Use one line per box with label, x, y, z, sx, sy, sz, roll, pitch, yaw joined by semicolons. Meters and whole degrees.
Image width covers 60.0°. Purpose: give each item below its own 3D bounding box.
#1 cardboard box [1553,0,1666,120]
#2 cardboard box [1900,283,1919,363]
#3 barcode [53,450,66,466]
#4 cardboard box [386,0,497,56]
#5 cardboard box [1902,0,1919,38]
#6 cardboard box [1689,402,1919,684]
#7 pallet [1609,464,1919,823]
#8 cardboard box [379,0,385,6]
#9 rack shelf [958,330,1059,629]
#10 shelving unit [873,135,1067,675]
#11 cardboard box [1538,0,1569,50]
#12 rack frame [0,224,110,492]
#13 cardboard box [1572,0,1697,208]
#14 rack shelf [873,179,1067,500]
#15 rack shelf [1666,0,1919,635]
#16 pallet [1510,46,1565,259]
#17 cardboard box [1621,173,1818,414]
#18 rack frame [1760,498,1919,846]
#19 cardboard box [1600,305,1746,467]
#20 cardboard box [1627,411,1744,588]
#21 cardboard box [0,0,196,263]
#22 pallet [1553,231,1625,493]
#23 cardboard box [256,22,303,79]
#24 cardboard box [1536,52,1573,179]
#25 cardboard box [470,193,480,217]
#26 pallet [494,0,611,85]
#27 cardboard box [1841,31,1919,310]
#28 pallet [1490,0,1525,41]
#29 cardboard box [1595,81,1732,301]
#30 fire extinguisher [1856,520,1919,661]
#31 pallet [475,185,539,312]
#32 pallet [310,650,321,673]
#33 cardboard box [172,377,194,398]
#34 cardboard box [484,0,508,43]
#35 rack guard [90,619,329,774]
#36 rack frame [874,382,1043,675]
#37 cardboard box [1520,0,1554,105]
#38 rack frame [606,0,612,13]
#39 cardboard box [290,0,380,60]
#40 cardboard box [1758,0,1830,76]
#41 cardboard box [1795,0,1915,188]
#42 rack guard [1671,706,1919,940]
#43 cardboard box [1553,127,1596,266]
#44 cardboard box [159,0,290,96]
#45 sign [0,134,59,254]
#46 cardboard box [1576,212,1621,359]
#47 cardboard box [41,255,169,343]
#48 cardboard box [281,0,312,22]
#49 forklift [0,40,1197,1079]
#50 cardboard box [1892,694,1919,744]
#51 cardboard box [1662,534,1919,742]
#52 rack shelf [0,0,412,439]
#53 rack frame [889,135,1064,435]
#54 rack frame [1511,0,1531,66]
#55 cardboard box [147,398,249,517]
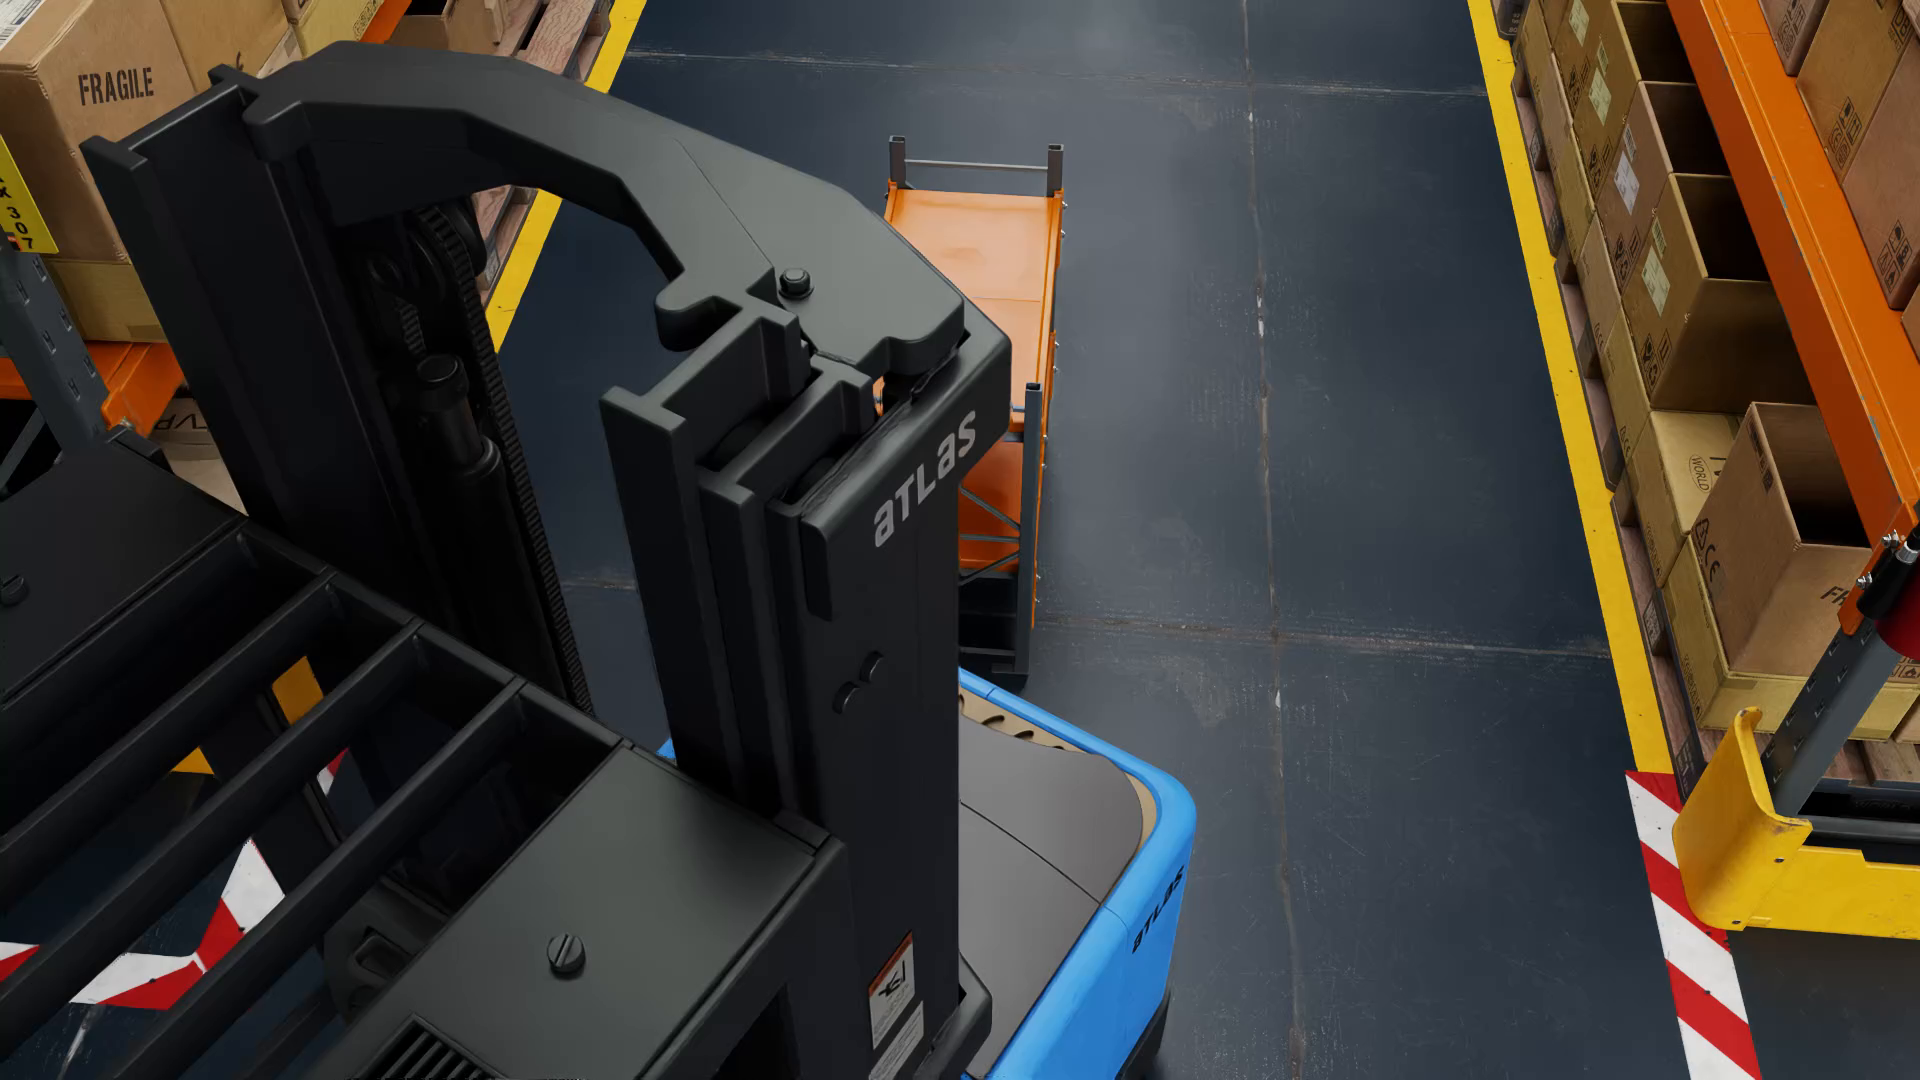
cardboard box;2.482;-1.830;5.961;0.500;0.500;0.500;4;48;4
cardboard box;2.564;-0.487;3.595;0.700;0.500;0.500;4;48;4
barcode;-2.668;-0.228;4.944;0.001;0.075;0.075;4;48;4
cardboard box;-2.115;-1.920;6.369;0.500;0.500;0.500;1;48;1
cardboard box;2.425;-1.222;3.828;0.380;0.149;0.250;4;48;4
cardboard box;2.262;0.008;4.281;0.500;0.500;0.500;4;48;4
pallet;2.537;0.265;4.864;1.003;0.211;1.213;4;48;4
cardboard box;-1.930;-1.863;5.009;0.500;0.250;0.500;4;48;4
rack shelf;0.001;-0.220;5.020;0.538;0.278;1.000;4;48;4
shelving unit;0.001;-0.385;4.839;0.538;1.125;1.048;4;48;4
cardboard box;2.519;-2.198;6.298;0.500;0.500;0.500;4;48;4
rack frame;-2.424;-0.442;3.621;1.000;3.000;0.127;4;48;4
cardboard box;2.428;-1.463;5.626;0.500;0.500;0.500;4;48;4
rack shelf;0.001;-0.582;4.623;0.538;0.278;1.000;4;48;4
rack shelf;2.691;-1.338;4.928;1.077;0.370;4.000;4;48;4
pallet;2.759;-1.528;6.504;1.003;0.211;1.213;4;48;4
cardboard box;2.338;-0.728;4.954;0.500;0.500;0.500;4;48;4
rack frame;2.509;-0.111;3.319;1.000;3.000;0.127;4;48;4
cardboard box;2.341;-0.475;5.230;0.500;0.250;0.500;4;48;4
cardboard box;2.297;-0.107;4.894;0.500;0.250;0.500;4;48;4
cardboard box;-2.082;-0.981;3.695;0.500;0.500;0.500;4;48;4
pallet;2.651;-0.629;5.682;1.003;0.211;1.213;4;48;4
cardboard box;-2.031;-1.117;4.327;0.500;0.250;0.500;3;48;2
cardboard box;2.479;-1.577;6.238;0.500;0.250;0.500;4;48;4
cardboard box;-2.103;-1.203;5.714;0.700;0.500;0.500;1;48;1
pallet;-2.086;-1.944;6.885;1.003;0.211;1.213;4;48;4
cardboard box;2.607;-0.873;3.948;0.700;0.500;0.500;5;48;5
pallet;2.902;-2.653;7.534;1.003;0.211;1.213;4;48;4
cardboard box;2.385;-1.095;5.289;0.500;0.500;0.500;4;48;4
fire extinguisher;2.036;-0.029;3.297;0.296;0.674;0.183;4;48;4
pallet;-2.194;-1.045;6.063;1.003;0.211;1.213;4;48;4
pallet;-2.308;-0.151;5.245;1.003;0.211;1.213;4;48;4
cardboard box;-2.220;-0.604;5.293;0.500;0.311;0.500;7;48;7
cardboard box;-2.079;-2.178;6.831;0.380;0.166;0.250;-2;48;-2
rack guard;-2.418;0.346;4.594;1.175;0.500;0.348;4;48;4
rack frame;-0.046;-0.011;4.498;0.500;1.125;0.032;4;48;4
cardboard box;2.529;-1.944;6.574;0.500;0.250;0.500;4;48;4
rack frame;-2.060;-3.381;6.309;1.000;3.000;0.127;4;48;4
cardboard box;-1.978;-1.491;4.669;0.500;0.250;0.500;3;48;3
cardboard box;2.703;-1.625;4.636;0.700;0.500;0.500;5;48;5
cardboard box;2.658;-1.238;4.282;0.700;0.500;0.500;4;48;4
rack guard;2.507;0.750;4.225;1.175;0.500;0.348;4;48;4
cardboard box;2.428;-1.210;5.902;0.500;0.250;0.500;4;48;4
cardboard box;-2.027;-1.344;4.026;0.500;0.500;0.500;4;48;4
sign;-1.884;-0.697;3.268;0.100;0.325;0.005;4;48;4
cardboard box;2.388;-0.842;5.566;0.500;0.250;0.500;4;48;4
cardboard box;-2.064;-0.735;3.977;0.500;0.250;0.500;3;48;2
cardboard box;-1.973;-1.723;4.373;0.500;0.500;0.500;2;48;2
forklift;-0.731;0.958;2.388;1.130;2.935;3.031;26;53;22
cardboard box;2.779;0.296;4.525;0.500;0.250;0.500;4;48;4
cardboard box;2.264;0.261;4.557;0.500;0.250;0.500;4;48;4
rack shelf;-2.242;-1.668;5.231;1.077;0.370;4.000;4;48;4
rack frame;0.047;-0.758;5.181;0.500;1.125;0.032;4;48;4
rack frame;2.874;-3.050;6.007;1.000;3.000;0.127;4;48;4
cardboard box;-2.272;-0.185;4.910;0.500;0.311;0.500;-1;48;-1
